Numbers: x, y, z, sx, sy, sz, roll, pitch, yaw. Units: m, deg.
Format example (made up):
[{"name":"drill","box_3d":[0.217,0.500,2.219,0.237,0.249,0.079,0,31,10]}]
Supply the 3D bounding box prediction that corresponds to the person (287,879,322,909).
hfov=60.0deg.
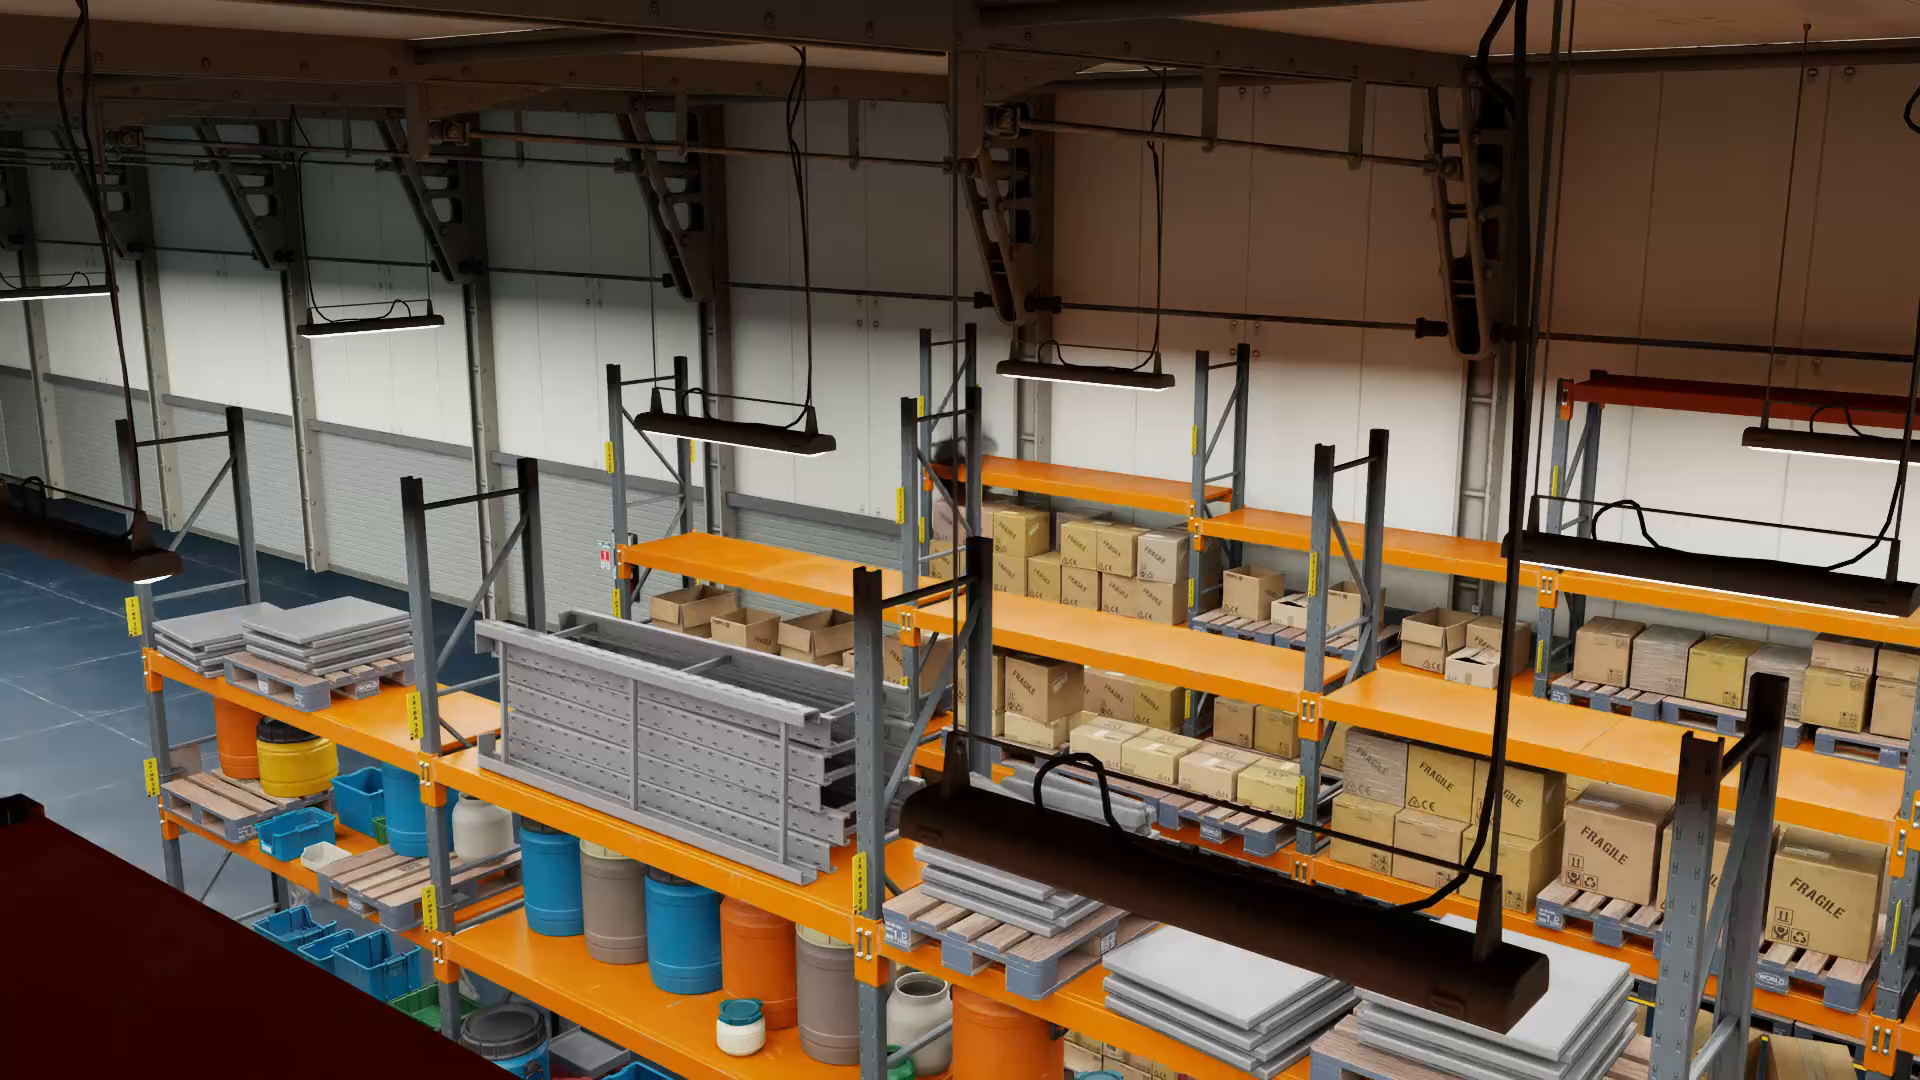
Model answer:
[{"name":"person","box_3d":[-7.186,3.239,18.248,0.687,1.693,0.608,-4,13,-18]}]

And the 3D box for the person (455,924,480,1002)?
[{"name":"person","box_3d":[-4.829,3.747,15.707,0.671,1.759,0.661,6,14,25]}]
